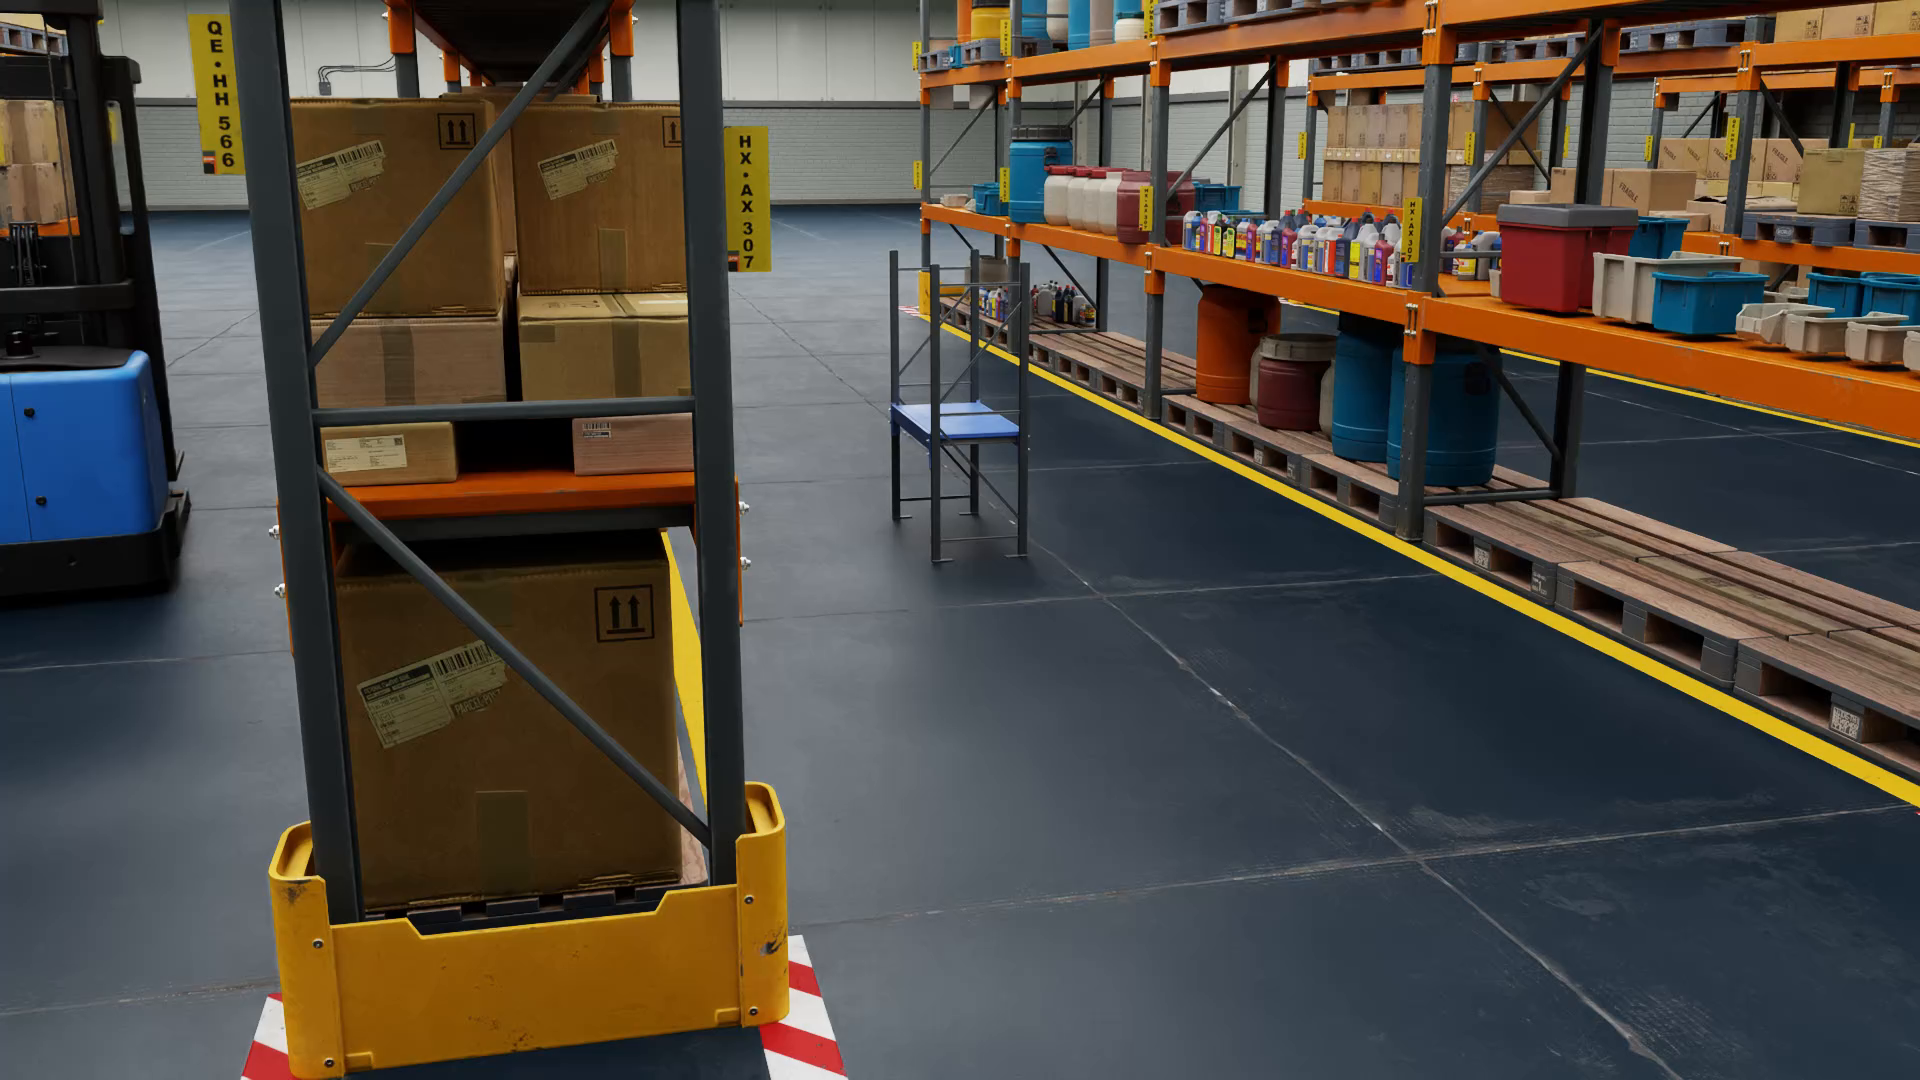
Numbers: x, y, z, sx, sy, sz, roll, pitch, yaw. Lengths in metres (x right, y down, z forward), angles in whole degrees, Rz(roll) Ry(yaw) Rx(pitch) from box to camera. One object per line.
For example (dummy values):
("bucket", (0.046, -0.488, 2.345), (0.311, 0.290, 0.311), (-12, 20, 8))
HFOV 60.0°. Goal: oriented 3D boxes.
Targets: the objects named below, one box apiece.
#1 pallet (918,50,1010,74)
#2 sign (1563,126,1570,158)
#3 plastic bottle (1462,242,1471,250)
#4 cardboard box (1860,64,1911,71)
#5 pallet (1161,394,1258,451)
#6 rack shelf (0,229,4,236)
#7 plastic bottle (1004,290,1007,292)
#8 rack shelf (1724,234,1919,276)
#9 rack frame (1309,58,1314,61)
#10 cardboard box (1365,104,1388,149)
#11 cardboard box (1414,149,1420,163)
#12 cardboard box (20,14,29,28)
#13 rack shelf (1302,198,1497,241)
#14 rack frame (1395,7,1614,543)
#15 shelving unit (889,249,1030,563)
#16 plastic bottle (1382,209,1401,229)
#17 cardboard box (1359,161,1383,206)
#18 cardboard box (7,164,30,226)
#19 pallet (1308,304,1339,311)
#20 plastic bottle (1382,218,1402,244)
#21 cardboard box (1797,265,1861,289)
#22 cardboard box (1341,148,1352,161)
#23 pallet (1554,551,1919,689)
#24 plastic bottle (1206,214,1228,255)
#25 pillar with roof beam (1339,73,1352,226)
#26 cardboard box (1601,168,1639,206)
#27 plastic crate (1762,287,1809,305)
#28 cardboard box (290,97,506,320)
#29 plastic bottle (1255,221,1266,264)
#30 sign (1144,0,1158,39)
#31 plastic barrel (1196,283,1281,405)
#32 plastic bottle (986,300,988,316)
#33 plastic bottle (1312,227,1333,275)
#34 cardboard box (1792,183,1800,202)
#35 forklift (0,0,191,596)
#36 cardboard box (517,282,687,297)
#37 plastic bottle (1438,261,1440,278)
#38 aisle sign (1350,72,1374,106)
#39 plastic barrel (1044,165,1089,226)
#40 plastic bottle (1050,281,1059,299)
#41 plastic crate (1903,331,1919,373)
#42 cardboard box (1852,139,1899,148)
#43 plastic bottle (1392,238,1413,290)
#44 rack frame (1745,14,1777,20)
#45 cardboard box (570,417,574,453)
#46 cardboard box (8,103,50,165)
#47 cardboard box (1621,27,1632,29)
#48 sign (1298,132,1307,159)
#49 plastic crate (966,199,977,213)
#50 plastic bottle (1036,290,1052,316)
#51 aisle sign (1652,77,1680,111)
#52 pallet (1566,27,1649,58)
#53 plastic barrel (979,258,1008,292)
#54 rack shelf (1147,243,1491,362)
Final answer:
("pallet", (0.131, -5.423, 18.881), (1.003, 0.211, 1.213), (-3, 14, -13))
("sign", (6.312, -4.163, 17.373), (0.100, 0.325, 0.005), (-3, 14, -13))
("plastic bottle", (3.003, -1.652, 9.788), (0.097, 0.201, 0.097), (0, 14, 0))
("cardboard box", (10.242, -5.502, 18.554), (0.500, 0.500, 0.500), (-3, 14, -12))
("pallet", (2.137, -0.874, 12.060), (1.003, 0.211, 1.213), (-3, 14, -13))
("rack shelf", (-8.218, -1.991, 12.272), (1.077, 0.370, 4.000), (-3, 14, -13))
("plastic bottle", (0.488, -2.520, 17.719), (0.061, 0.283, 0.133), (-3, 14, -13))
("rack shelf", (7.196, -1.873, 11.788), (1.077, 0.370, 4.000), (-3, 14, -13))
("rack frame", (4.848, -7.443, 20.433), (1.000, 3.000, 0.127), (-3, 14, -13))
("cardboard box", (5.205, -4.850, 19.514), (0.700, 0.500, 0.500), (-3, 14, -13))
("cardboard box", (5.278, -4.256, 18.448), (0.380, 0.149, 0.250), (-3, 14, -13))
("cardboard box", (-8.684, -4.727, 15.069), (0.380, 0.149, 0.250), (-4, 14, -14))
("rack shelf", (5.318, -3.718, 19.342), (1.077, 0.370, 4.000), (-3, 14, -13))
("rack frame", (2.850, -1.486, 8.687), (1.000, 3.000, 0.127), (-3, 14, -13))
("shelving unit", (-0.020, -0.748, 8.830), (0.538, 1.500, 1.048), (-3, 14, -13))
("plastic bottle", (2.761, -1.939, 10.646), (0.144, 0.351, 0.185), (-3, 14, -13))
("cardboard box", (5.184, -4.233, 19.724), (0.700, 0.500, 0.500), (-3, 14, -13))
("cardboard box", (-8.937, -3.085, 14.917), (0.875, 0.550, 0.550), (-3, 14, -13))
("pallet", (5.068, -3.000, 20.763), (1.003, 0.211, 1.213), (-3, 14, -13))
("plastic bottle", (2.457, -1.663, 9.519), (0.144, 0.351, 0.185), (-3, 14, -13))
("cardboard box", (10.319, -3.120, 19.717), (0.500, 0.500, 0.500), (-4, 14, -17))
("cardboard box", (4.853, -4.672, 20.152), (0.380, 0.149, 0.250), (-3, 14, -13))
("pallet", (3.351, 0.319, 7.178), (1.003, 0.211, 1.213), (-3, 14, -13))
("plastic bottle", (1.807, -2.123, 11.560), (0.152, 0.276, 0.135), (-3, 14, -13))
("pillar with roof beam", (3.665, -10.135, 31.452), (9.100, 9.000, 0.400), (-3, 14, -13))
("cardboard box", (6.193, -3.240, 15.657), (0.500, 0.500, 0.500), (-3, 14, -13))
("plastic crate", (3.552, -1.002, 7.136), (0.293, 0.136, 0.466), (-3, 14, -13))
("cardboard box", (-1.394, -0.820, 4.074), (0.500, 0.500, 0.500), (-3, 14, -12))
("plastic bottle", (1.970, -1.933, 10.791), (0.097, 0.271, 0.097), (0, 14, 0))
("sign", (1.378, -3.782, 11.989), (0.100, 0.325, 0.005), (-3, 14, -13))
("plastic barrel", (2.043, -1.446, 12.214), (0.600, 0.830, 0.708), (-3, 14, -13))
("plastic bottle", (0.331, -2.500, 17.809), (0.097, 0.201, 0.097), (0, 14, 0))
("plastic bottle", (2.208, -1.730, 9.949), (0.152, 0.276, 0.135), (-3, 14, -13))
("cardboard box", (10.087, -4.028, 19.367), (0.500, 0.250, 0.500), (-3, 14, -13))
("forklift", (-4.786, -1.444, 8.662), (1.130, 2.935, 3.031), (-5, 15, -21))
("cardboard box", (-1.003, -0.604, 4.767), (0.500, 0.250, 0.500), (-3, 14, -14))
("plastic bottle", (2.561, -1.473, 9.055), (0.097, 0.201, 0.097), (0, 14, 0))
("aisle sign", (5.118, -5.823, 20.965), (0.394, 0.787, 0.004), (-3, 14, -13))
("plastic barrel", (0.983, -3.164, 15.272), (0.433, 0.535, 0.433), (0, 14, 0))
("plastic bottle", (1.041, -2.609, 17.940), (0.144, 0.351, 0.185), (-3, 14, -14))
("plastic crate", (3.422, -0.642, 5.663), (0.396, 0.136, 0.243), (-3, 14, -13))
("cardboard box", (10.190, -4.276, 18.804), (0.500, 0.500, 0.500), (-3, 14, -13))
("plastic bottle", (2.444, -1.498, 9.000), (0.152, 0.276, 0.135), (-3, 14, -13))
("rack frame", (6.727, -5.598, 12.879), (1.000, 3.000, 0.127), (-3, 14, -13))
("cardboard box", (-0.849, -0.324, 4.462), (0.380, 0.149, 0.250), (-3, 14, -14))
("cardboard box", (-8.976, -3.739, 15.320), (0.875, 0.550, 0.550), (-3, 14, -13))
("cardboard box", (6.177, -4.750, 15.160), (0.500, 0.250, 0.500), (-5, 14, -18))
("sign", (4.307, -4.959, 20.912), (0.100, 0.325, 0.005), (-3, 14, -13))
("plastic crate", (0.344, -3.563, 17.748), (0.530, 0.136, 0.437), (-3, 14, -13))
("plastic bottle", (0.903, -2.559, 17.891), (0.152, 0.276, 0.135), (-3, 14, -13))
("aisle sign", (9.354, -6.069, 21.970), (0.394, 0.787, 0.004), (-3, 14, -13))
("pallet", (6.215, -4.458, 14.933), (1.003, 0.211, 1.213), (-3, 14, -11))
("plastic barrel", (0.379, -2.986, 19.186), (0.421, 0.512, 0.421), (0, 14, 0))
("rack shelf", (2.381, -1.597, 10.661), (1.077, 0.370, 4.000), (-3, 14, -13))
